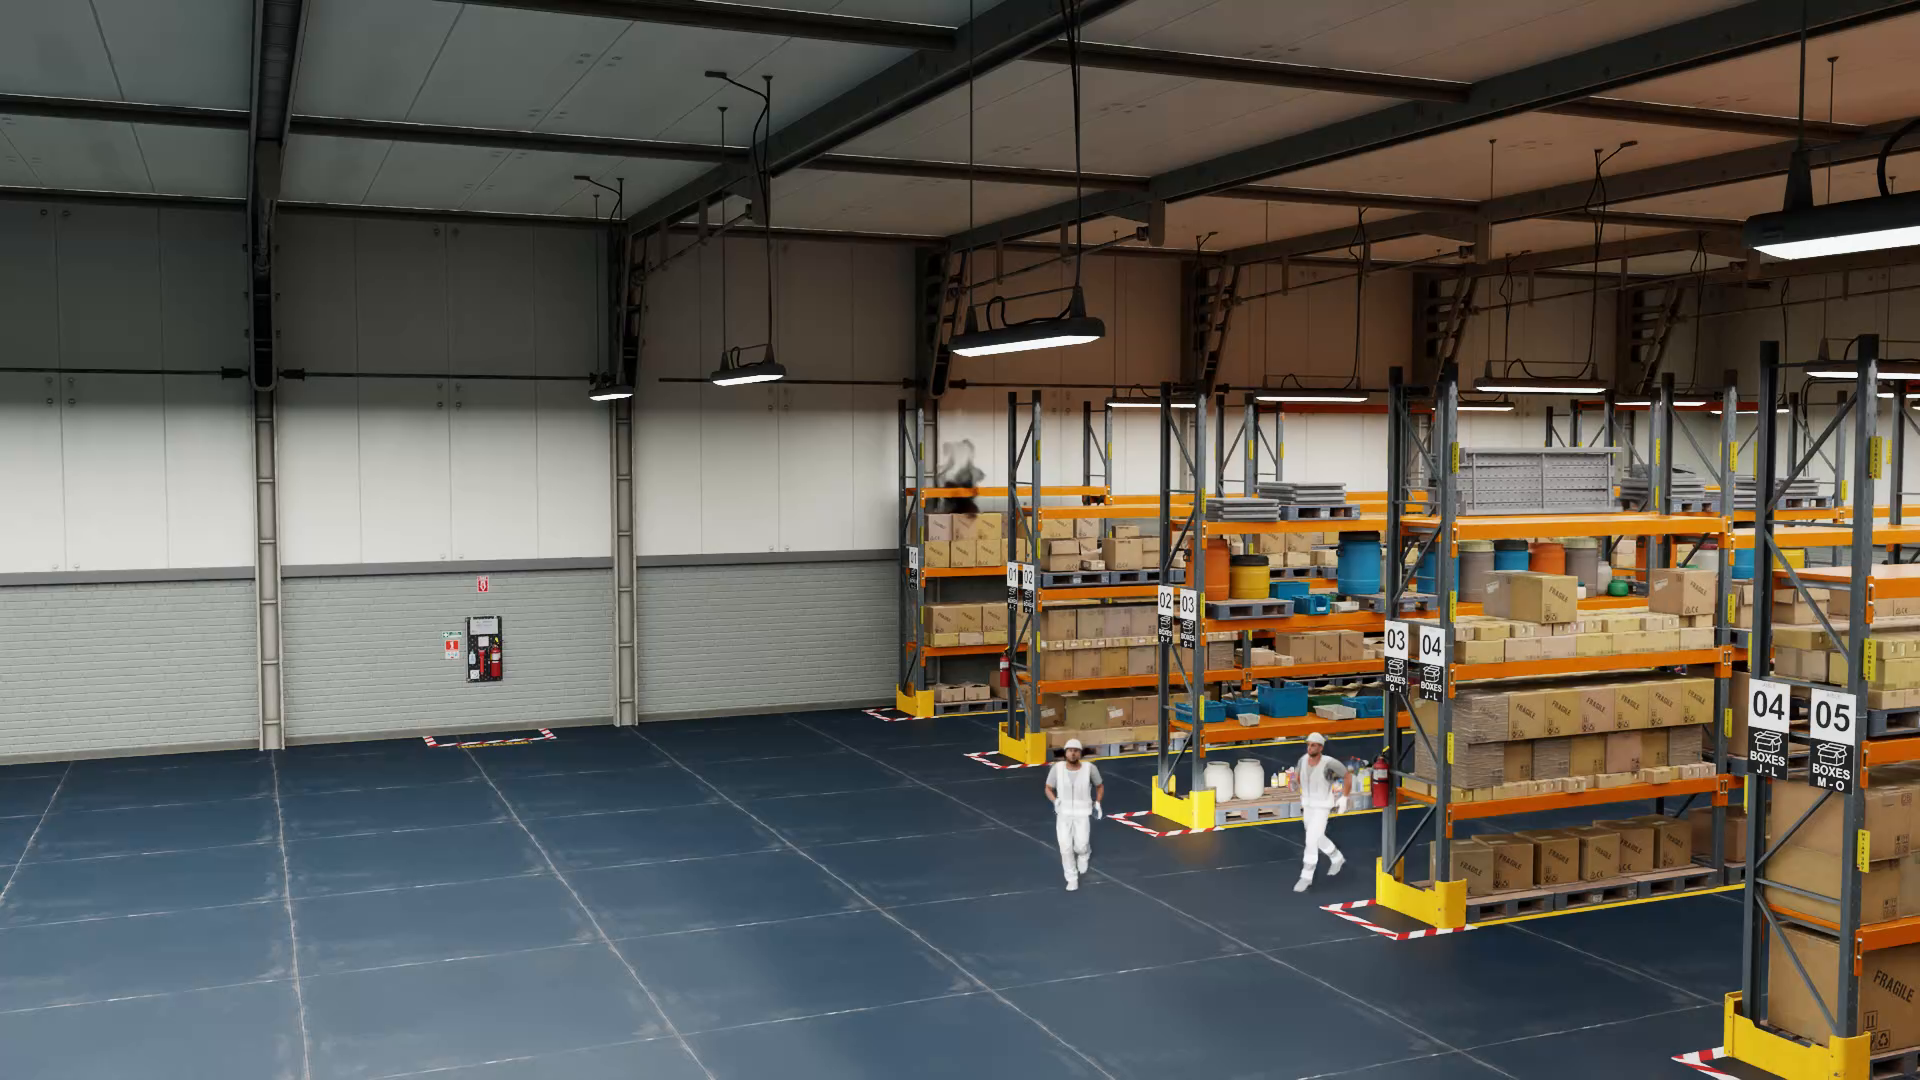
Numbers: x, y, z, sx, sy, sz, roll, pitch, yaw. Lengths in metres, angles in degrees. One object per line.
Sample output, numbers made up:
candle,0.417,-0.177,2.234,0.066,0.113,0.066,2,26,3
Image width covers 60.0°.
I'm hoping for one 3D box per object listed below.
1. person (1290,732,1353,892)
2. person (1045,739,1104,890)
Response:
person,4.182,3.133,19.420,0.960,1.798,0.686,-2,4,-36
person,1.317,3.171,19.285,0.685,1.736,0.599,0,3,8
